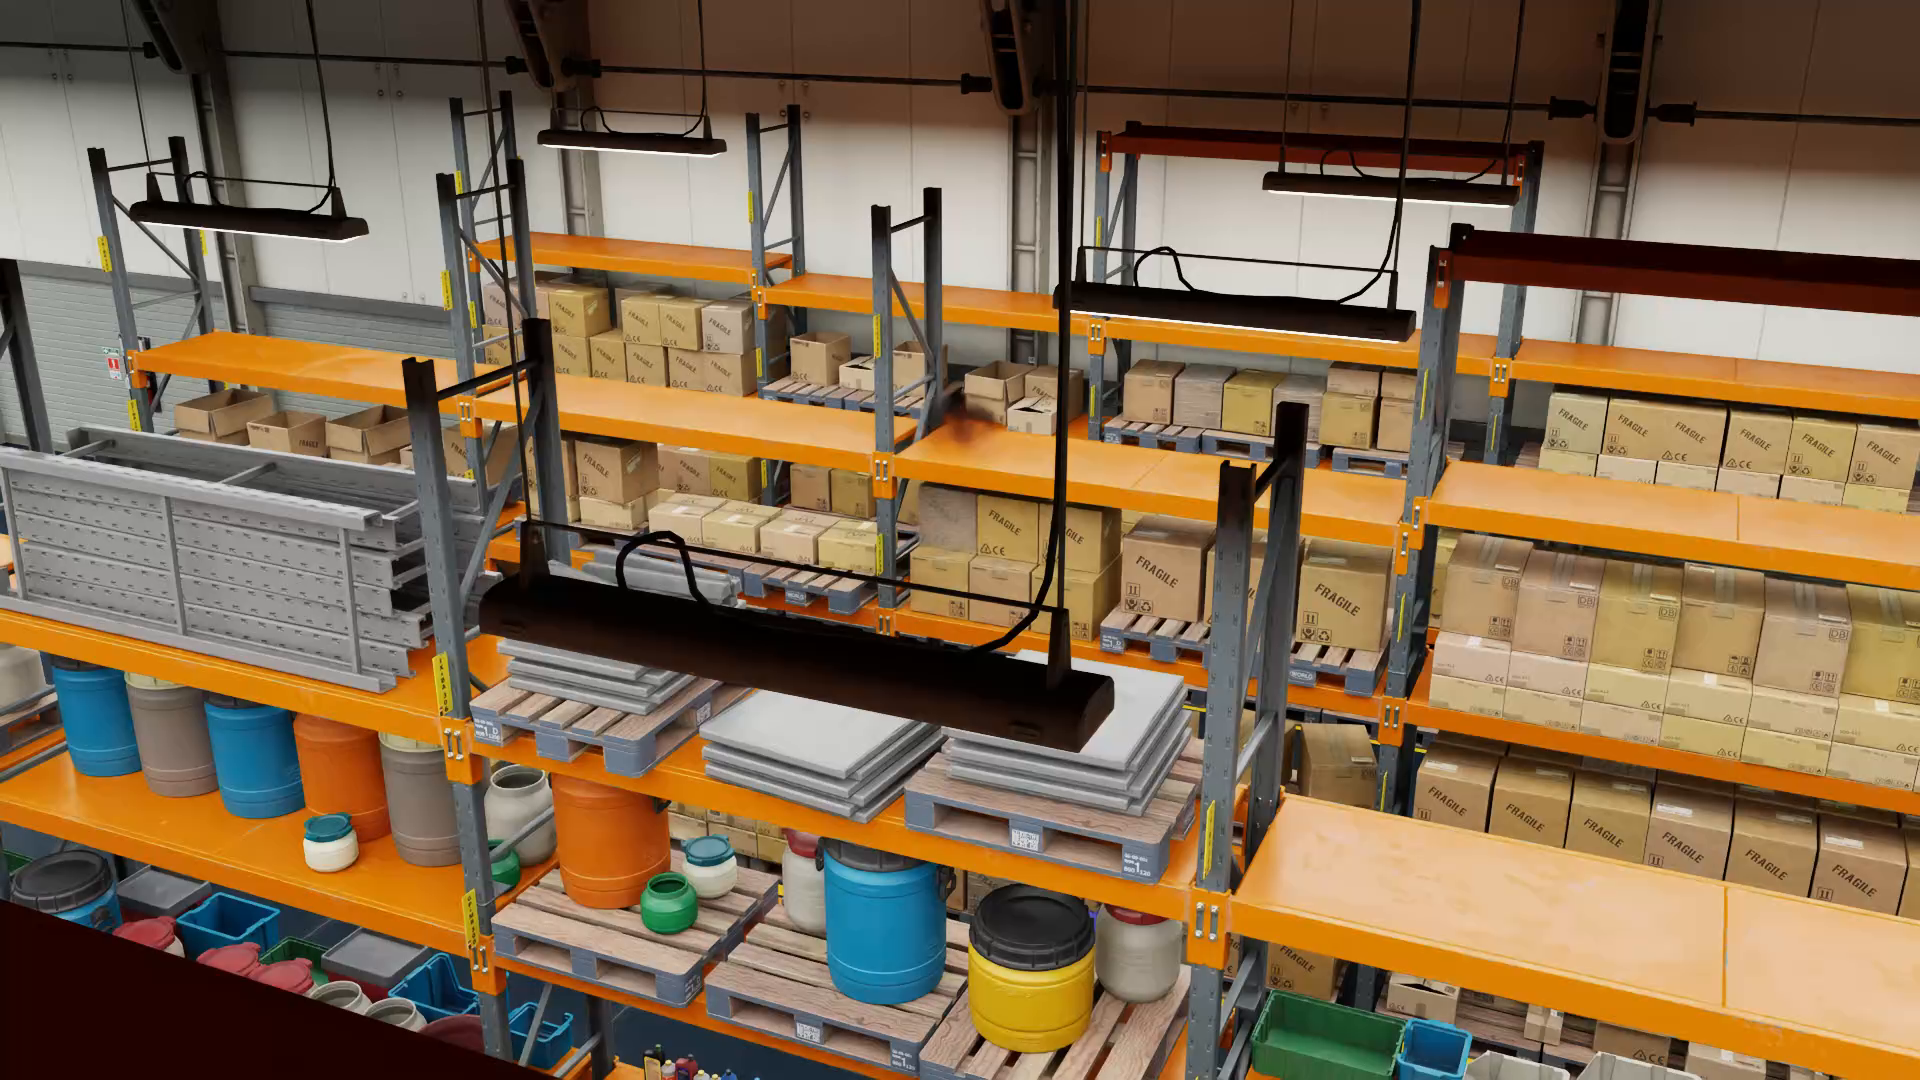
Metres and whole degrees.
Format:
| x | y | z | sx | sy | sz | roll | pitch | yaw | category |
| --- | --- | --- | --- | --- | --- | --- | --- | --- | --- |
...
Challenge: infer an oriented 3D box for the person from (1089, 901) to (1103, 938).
| x | y | z | sx | sy | sz | roll | pitch | yaw | category |
| --- | --- | --- | --- | --- | --- | --- | --- | --- | --- |
| 1.022 | 3.171 | 11.874 | 0.527 | 1.673 | 0.356 | 12 | 24 | 29 | person |
